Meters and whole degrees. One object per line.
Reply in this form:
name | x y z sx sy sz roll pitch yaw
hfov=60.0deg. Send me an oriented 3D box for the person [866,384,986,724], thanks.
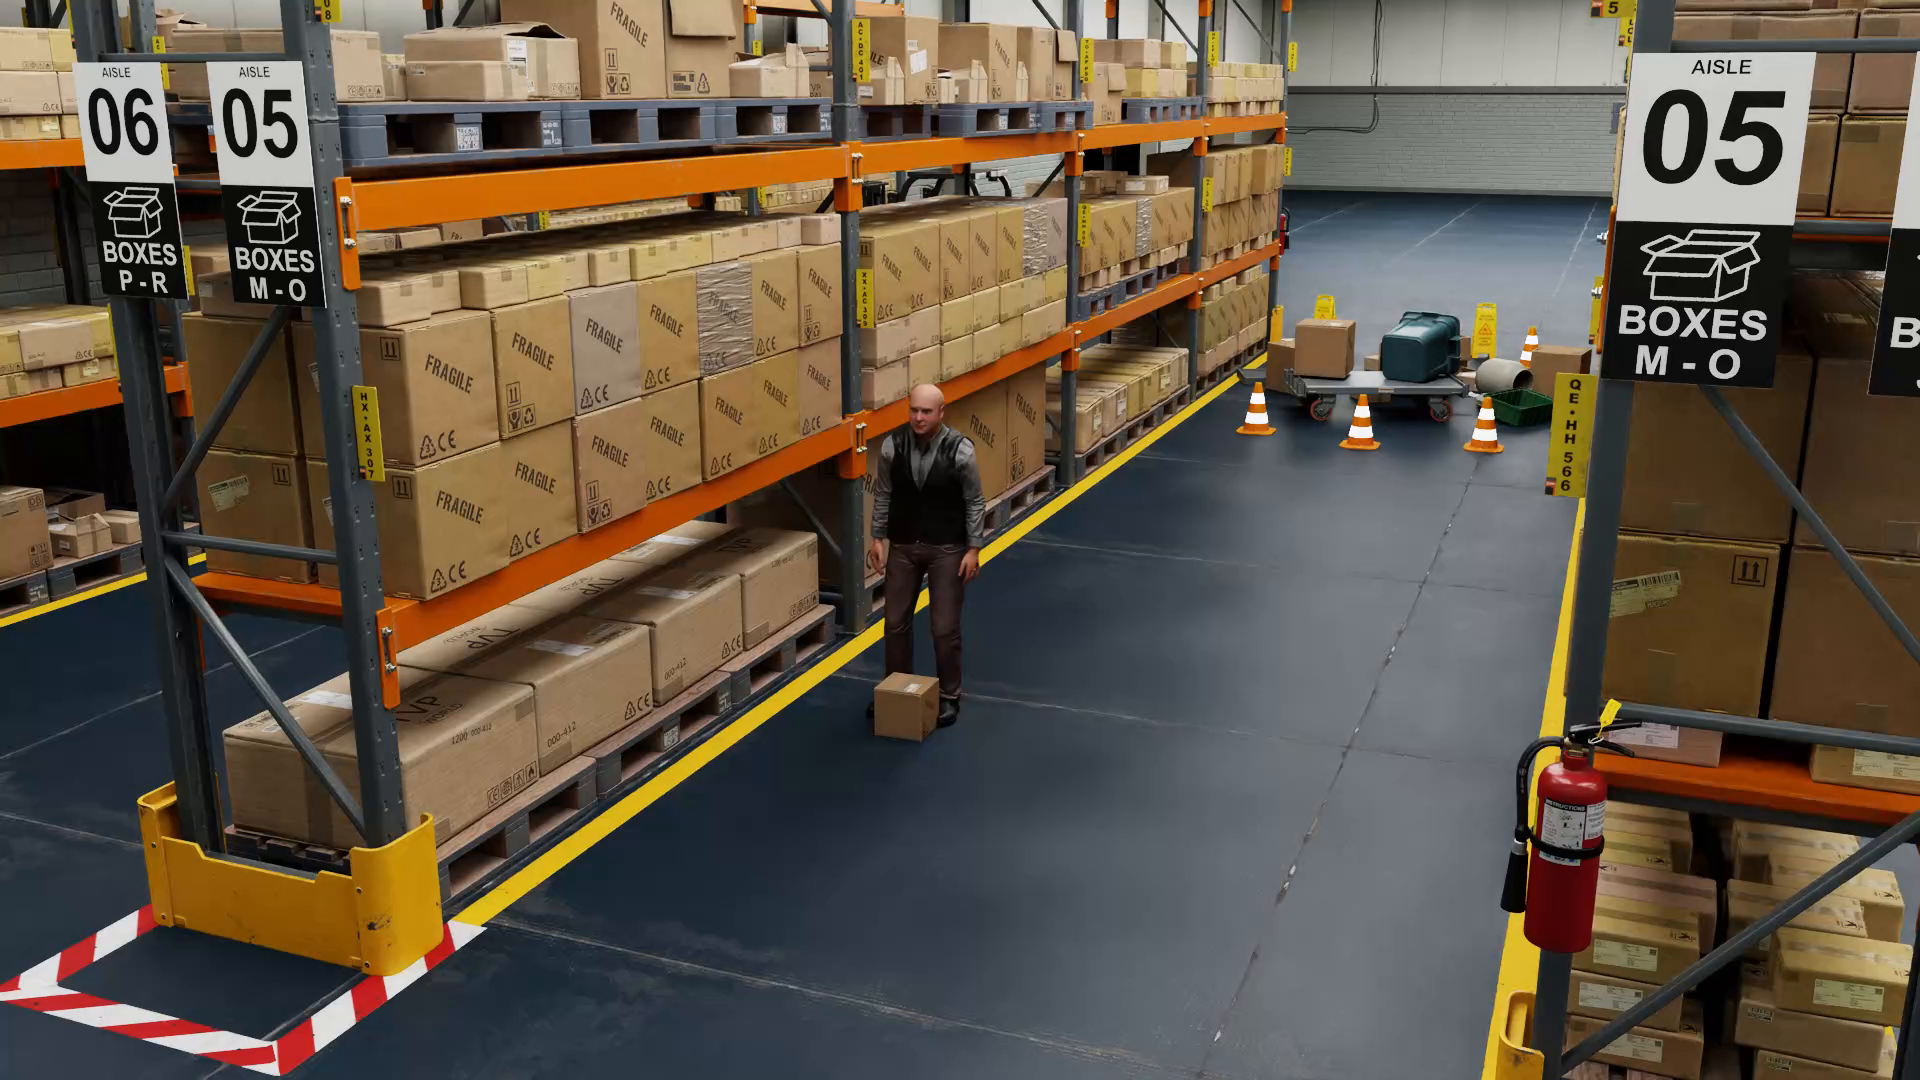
person | -0.158 0.054 8.369 0.593 1.722 0.410 5 16 19
